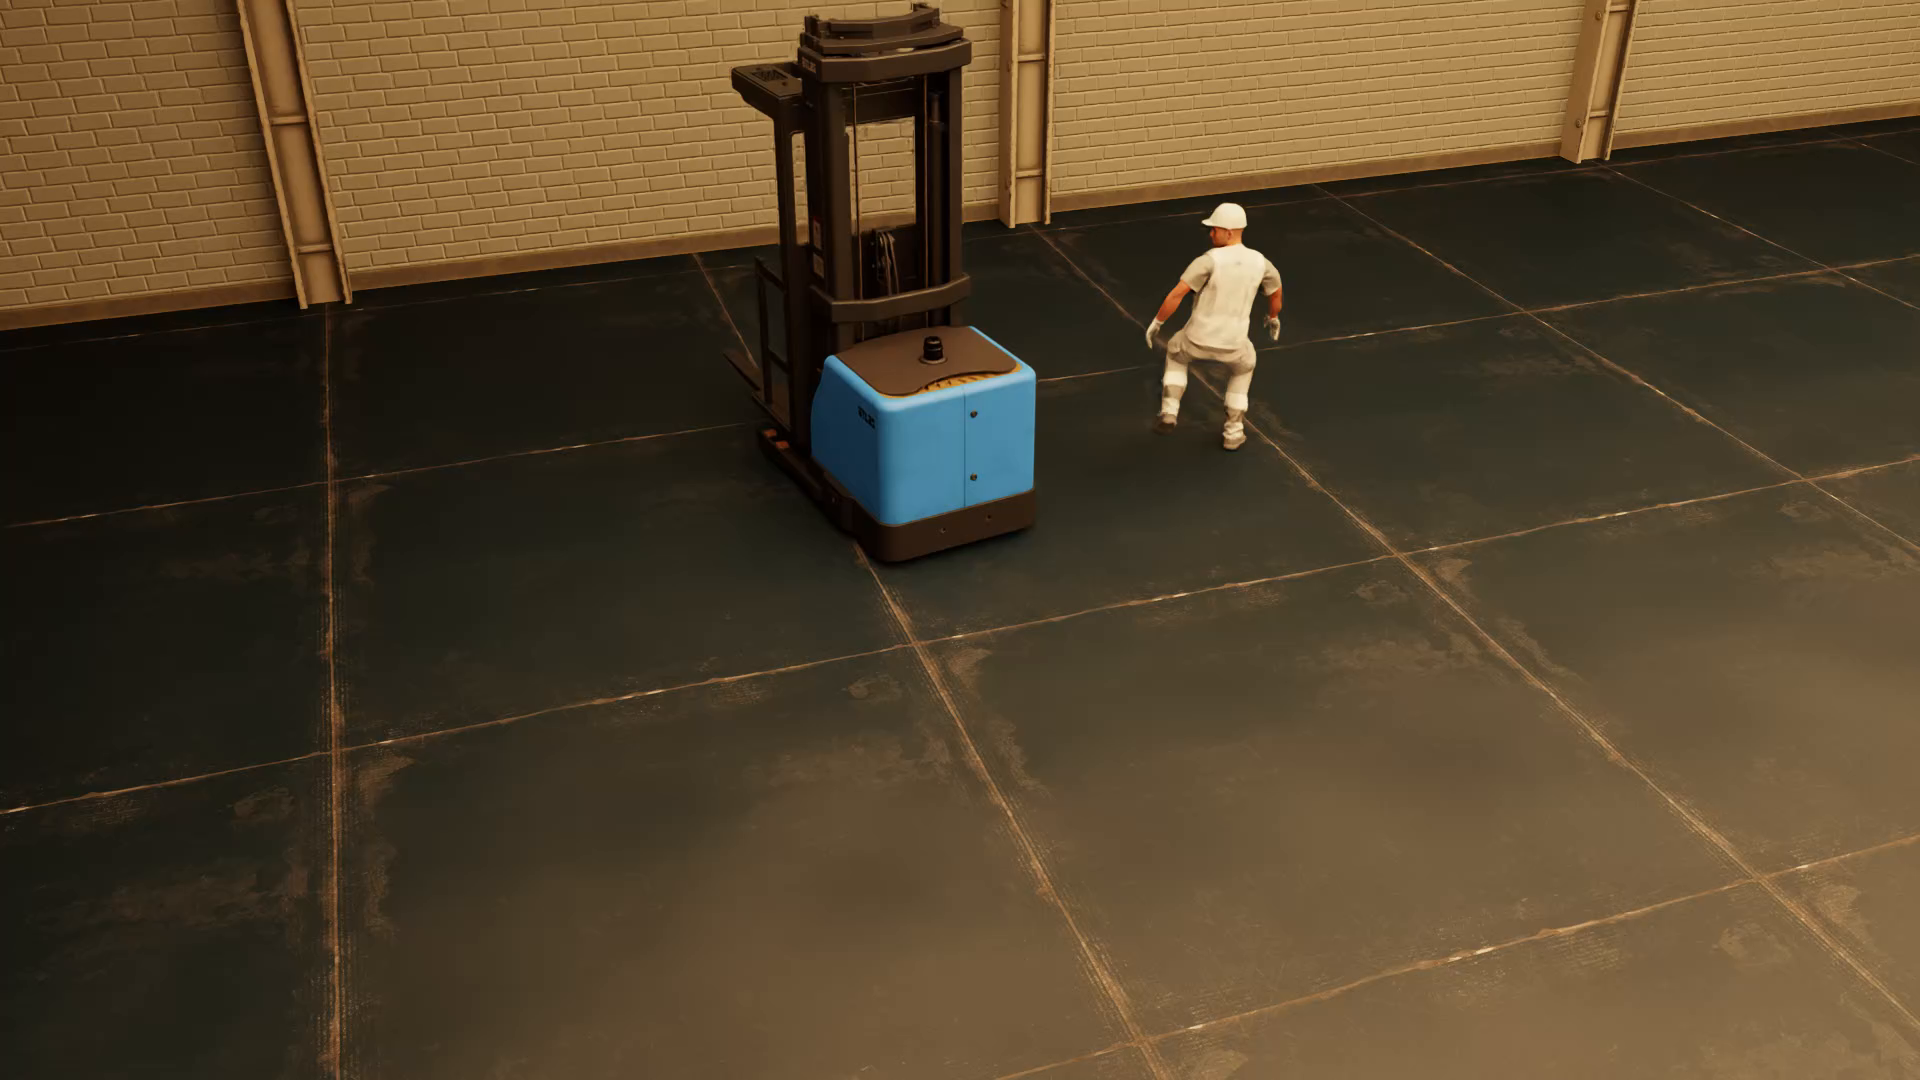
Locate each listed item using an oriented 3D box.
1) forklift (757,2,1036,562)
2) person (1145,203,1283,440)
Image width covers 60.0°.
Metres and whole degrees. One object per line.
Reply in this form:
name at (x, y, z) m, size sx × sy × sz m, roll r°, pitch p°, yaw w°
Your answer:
forklift at (-0.686, -1.850, 10.303) m, size 1.130 × 2.935 × 3.031 m, roll -15°, pitch 33°, yaw -24°
person at (1.644, -1.400, 10.736) m, size 0.908 × 1.587 × 0.539 m, roll 1°, pitch 30°, yaw 2°
